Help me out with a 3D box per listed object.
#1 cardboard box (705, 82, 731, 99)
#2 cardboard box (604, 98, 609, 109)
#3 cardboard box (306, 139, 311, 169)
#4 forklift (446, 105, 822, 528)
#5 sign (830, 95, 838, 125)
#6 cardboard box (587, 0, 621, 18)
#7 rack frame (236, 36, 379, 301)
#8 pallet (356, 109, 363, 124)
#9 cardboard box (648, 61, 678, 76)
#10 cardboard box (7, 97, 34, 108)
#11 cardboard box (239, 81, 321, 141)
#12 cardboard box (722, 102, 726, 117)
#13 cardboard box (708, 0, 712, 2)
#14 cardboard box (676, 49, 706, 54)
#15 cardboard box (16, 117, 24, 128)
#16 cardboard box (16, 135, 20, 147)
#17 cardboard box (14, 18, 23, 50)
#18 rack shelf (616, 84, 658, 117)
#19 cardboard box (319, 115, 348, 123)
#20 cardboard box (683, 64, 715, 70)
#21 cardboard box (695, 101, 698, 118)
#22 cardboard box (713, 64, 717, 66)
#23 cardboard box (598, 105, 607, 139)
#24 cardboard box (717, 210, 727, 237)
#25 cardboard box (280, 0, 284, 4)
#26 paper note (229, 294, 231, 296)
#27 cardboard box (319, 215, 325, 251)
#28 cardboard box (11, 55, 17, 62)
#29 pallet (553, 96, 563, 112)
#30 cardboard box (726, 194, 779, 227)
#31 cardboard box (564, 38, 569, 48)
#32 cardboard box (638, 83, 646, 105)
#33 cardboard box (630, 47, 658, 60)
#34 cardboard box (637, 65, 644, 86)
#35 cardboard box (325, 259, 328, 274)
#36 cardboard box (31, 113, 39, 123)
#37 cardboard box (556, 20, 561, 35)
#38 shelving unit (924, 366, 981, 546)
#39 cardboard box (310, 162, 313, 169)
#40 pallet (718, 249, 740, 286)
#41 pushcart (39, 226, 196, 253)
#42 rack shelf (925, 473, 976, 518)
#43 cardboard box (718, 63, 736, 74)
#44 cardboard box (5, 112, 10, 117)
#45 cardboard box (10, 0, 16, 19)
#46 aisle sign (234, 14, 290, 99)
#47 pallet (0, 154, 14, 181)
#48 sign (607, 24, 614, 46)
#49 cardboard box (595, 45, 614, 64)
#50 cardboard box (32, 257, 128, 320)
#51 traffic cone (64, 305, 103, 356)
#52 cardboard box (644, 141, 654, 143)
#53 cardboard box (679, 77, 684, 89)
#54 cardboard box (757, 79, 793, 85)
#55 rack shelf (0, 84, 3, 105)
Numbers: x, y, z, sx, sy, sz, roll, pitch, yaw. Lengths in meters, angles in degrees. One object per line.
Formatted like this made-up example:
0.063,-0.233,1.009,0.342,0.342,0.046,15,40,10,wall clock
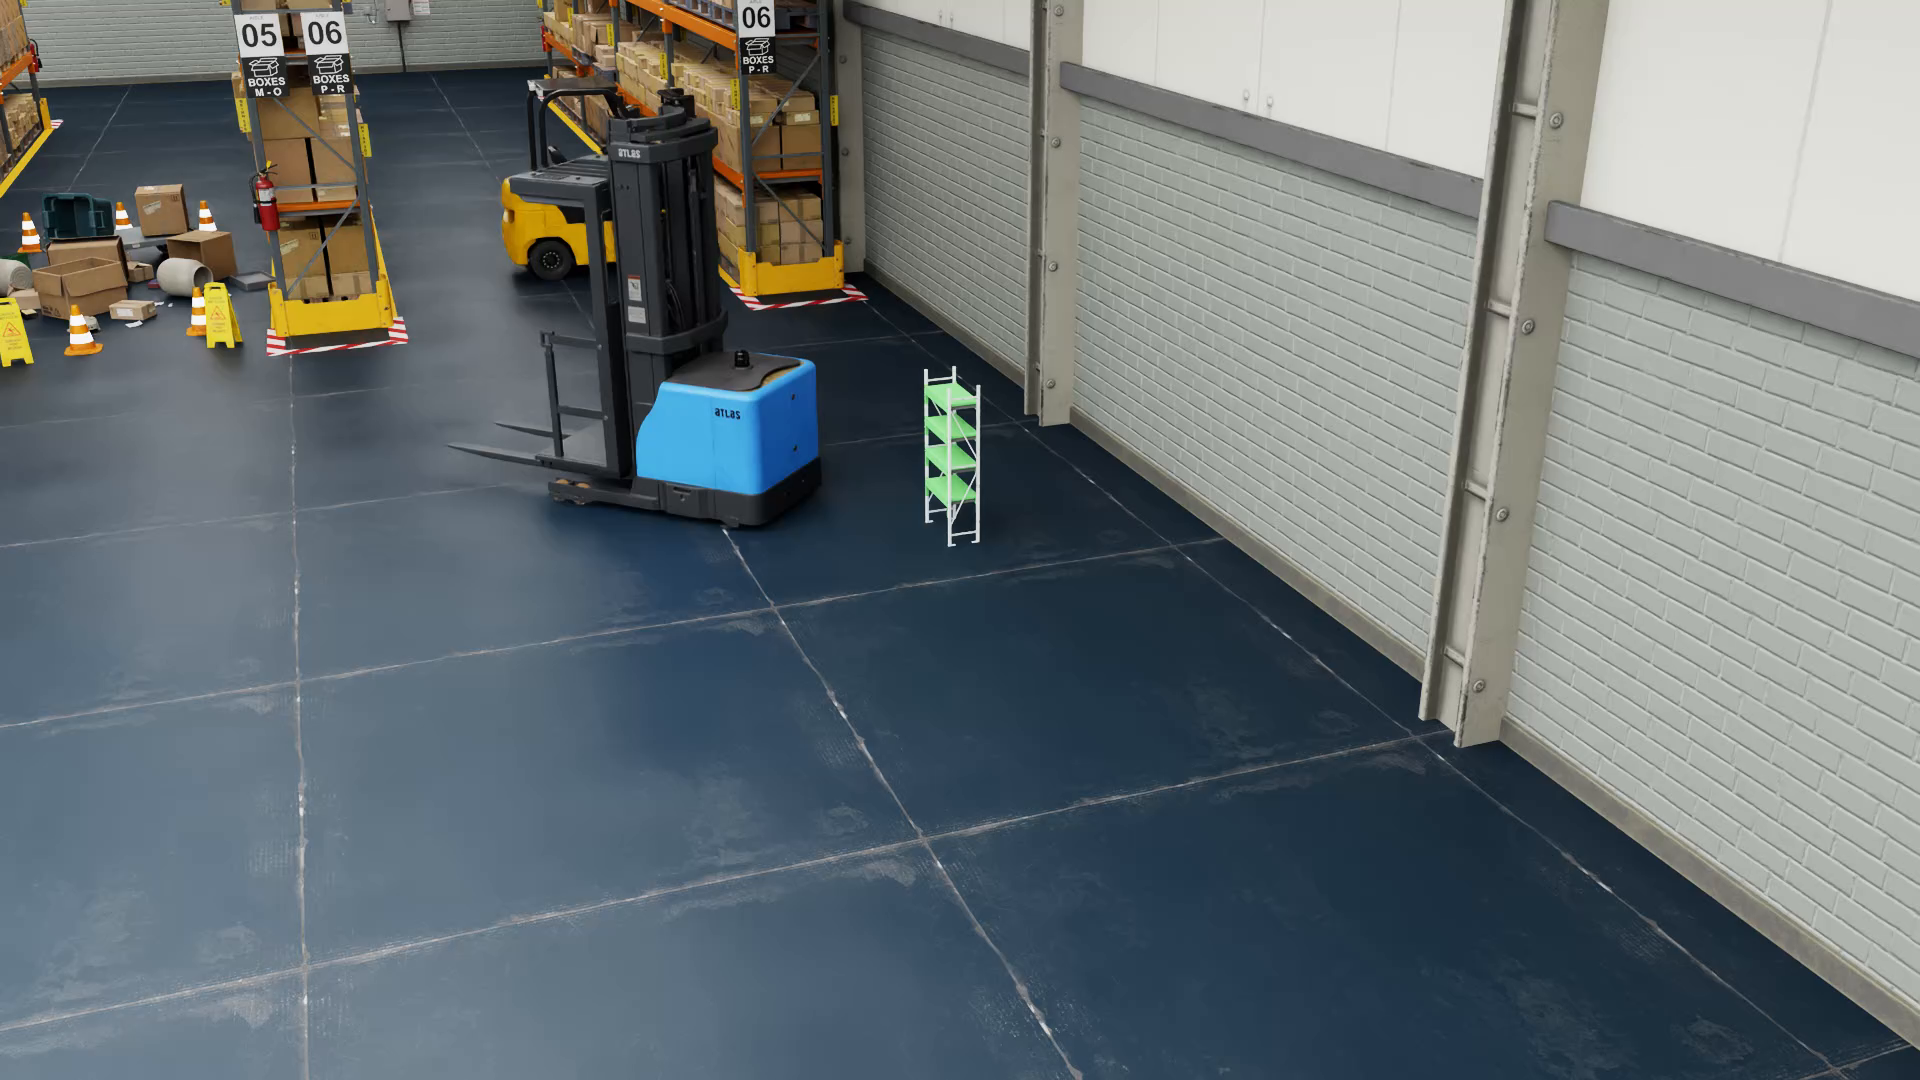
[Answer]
-2.797,-5.310,19.640,0.380,0.149,0.250,-8,24,-18,cardboard box
-5.608,-7.155,27.206,0.380,0.149,0.250,-10,25,-22,cardboard box
-7.366,-4.302,18.083,0.500,0.500,0.500,-8,24,-19,cardboard box
-2.656,-1.800,12.748,3.031,2.935,1.130,10,25,22,forklift
-1.407,-4.786,18.528,0.100,0.325,0.005,-8,24,-19,sign
-6.445,-9.628,30.077,0.500,0.500,0.500,-9,24,-20,cardboard box
-6.571,-3.595,16.916,1.000,3.000,0.127,-8,24,-19,rack frame
-8.118,-5.257,21.108,1.003,0.211,1.213,-8,24,-19,pallet
-4.032,-6.434,22.689,0.380,0.149,0.250,-9,25,-21,cardboard box
-16.149,-7.513,28.577,0.380,0.149,0.250,-9,24,-20,cardboard box
-6.956,-4.394,17.014,0.700,0.500,0.500,-9,24,-20,cardboard box
-2.543,-4.993,19.269,0.380,0.149,0.250,-9,24,-19,cardboard box
-2.581,-6.458,19.050,0.700,0.500,0.500,-8,24,-19,cardboard box
-3.881,-6.992,24.012,0.380,0.149,0.250,-9,24,-20,cardboard box
-15.725,-6.897,27.498,0.380,0.149,0.250,-9,24,-19,cardboard box
-15.327,-6.392,26.683,0.380,0.149,0.250,-8,24,-17,cardboard box
-16.242,-8.560,28.185,0.500,0.500,0.500,-9,24,-20,cardboard box
-4.048,-6.126,23.848,1.077,0.370,4.000,-8,24,-19,rack shelf
-6.846,-4.361,18.222,0.500,0.500,0.500,-9,24,-20,cardboard box
-3.313,-5.976,21.219,0.380,0.149,0.250,-8,24,-18,cardboard box
-3.050,-5.209,20.617,0.500,0.500,0.500,-9,24,-20,cardboard box
-3.311,-6.337,22.460,0.380,0.149,0.250,-9,25,-21,cardboard box
-5.660,-6.909,27.457,0.500,0.500,0.500,-9,25,-21,cardboard box
-2.560,-3.752,19.645,0.500,0.250,0.500,-9,24,-20,cardboard box
-7.170,-5.599,17.108,0.380,0.149,0.250,-8,24,-19,cardboard box
-8.307,-2.765,18.771,0.142,0.019,0.148,-18,29,-37,paper note
-7.457,-3.495,18.715,0.500,0.500,0.500,-9,24,-20,cardboard box
-16.106,-8.123,27.984,0.380,0.149,0.250,-9,25,-21,cardboard box
-7.271,-8.488,32.118,1.003,0.211,1.213,-8,24,-19,pallet
-2.383,-3.789,19.089,0.500,0.250,0.500,-8,24,-17,cardboard box
-6.927,-8.973,30.002,0.380,0.149,0.250,-9,24,-20,cardboard box
-4.283,-6.362,23.675,0.500,0.250,0.500,-8,24,-17,cardboard box
-4.603,-7.093,24.252,0.380,0.149,0.250,-8,24,-18,cardboard box
-4.279,-6.593,23.581,0.500,0.250,0.500,-8,24,-18,cardboard box
-7.474,-3.157,18.877,0.500,0.250,0.500,-9,25,-21,cardboard box
-16.252,-7.330,28.909,0.380,0.149,0.250,-8,24,-17,cardboard box
-7.112,-9.407,30.517,0.500,0.250,0.500,-9,24,-20,cardboard box
-0.059,-0.613,12.160,0.258,1.200,0.503,-8,24,-19,shelving unit
-7.425,-4.143,18.542,0.380,0.149,0.250,-8,24,-19,cardboard box
-2.238,-3.264,19.723,1.003,0.211,1.213,-8,24,-19,pallet
-10.099,-3.509,20.089,1.648,0.377,0.936,-18,29,-37,pushcart
-0.058,-0.333,12.278,0.258,0.148,0.480,-8,24,-19,rack shelf
-2.896,-6.041,21.374,0.380,0.149,0.250,-9,24,-20,cardboard box
-15.624,-6.831,26.960,0.380,0.149,0.250,-9,24,-20,cardboard box
-16.245,-9.020,27.989,0.500,0.500,0.500,-9,25,-21,cardboard box
-6.820,-4.730,16.264,0.394,0.787,0.004,-8,24,-19,aisle sign
-15.129,-5.671,25.434,1.003,0.211,1.213,-8,24,-19,pallet
-5.259,-7.603,25.038,0.100,0.325,0.005,-8,24,-19,sign
-5.430,-7.647,26.184,0.500,0.250,0.500,-10,25,-21,cardboard box
-9.560,-2.735,18.091,0.637,0.503,0.797,12,26,27,cardboard box
-8.848,-2.129,16.706,0.336,0.463,0.334,-8,24,-19,traffic cone
-4.071,-5.574,24.129,0.875,0.625,0.625,-9,25,-21,cardboard box
-3.382,-5.830,21.255,0.380,0.149,0.250,-8,24,-18,cardboard box
-2.205,-5.397,19.847,0.380,0.149,0.250,-9,24,-20,cardboard box
-14.699,-6.181,23.978,1.077,0.370,4.000,-8,24,-19,rack shelf
